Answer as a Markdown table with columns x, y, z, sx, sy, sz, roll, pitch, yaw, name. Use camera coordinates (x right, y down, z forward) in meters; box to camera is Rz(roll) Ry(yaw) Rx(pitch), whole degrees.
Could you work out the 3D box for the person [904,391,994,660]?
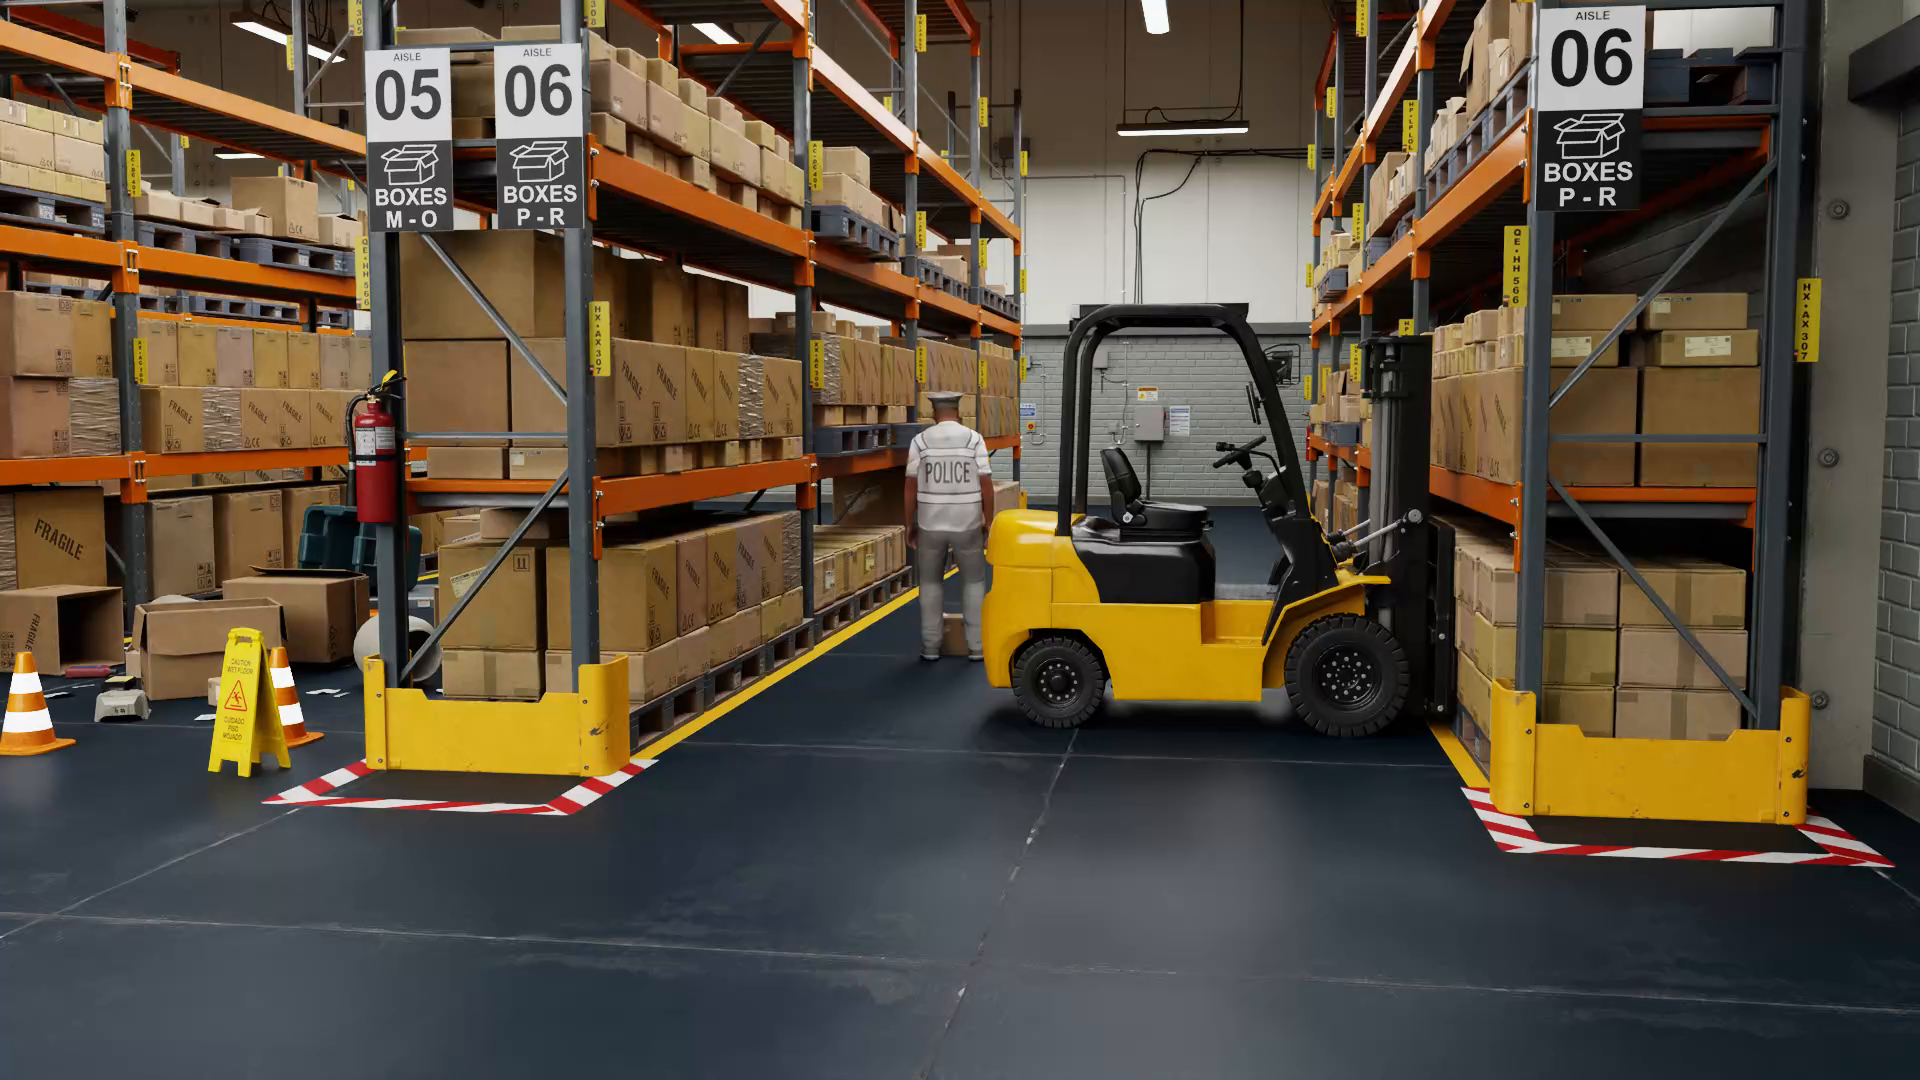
| x | y | z | sx | sy | sz | roll | pitch | yaw | name |
| --- | --- | --- | --- | --- | --- | --- | --- | --- | --- |
| -0.065 | -0.093 | 10.798 | 0.595 | 1.746 | 0.439 | 0 | 4 | 2 | person |
